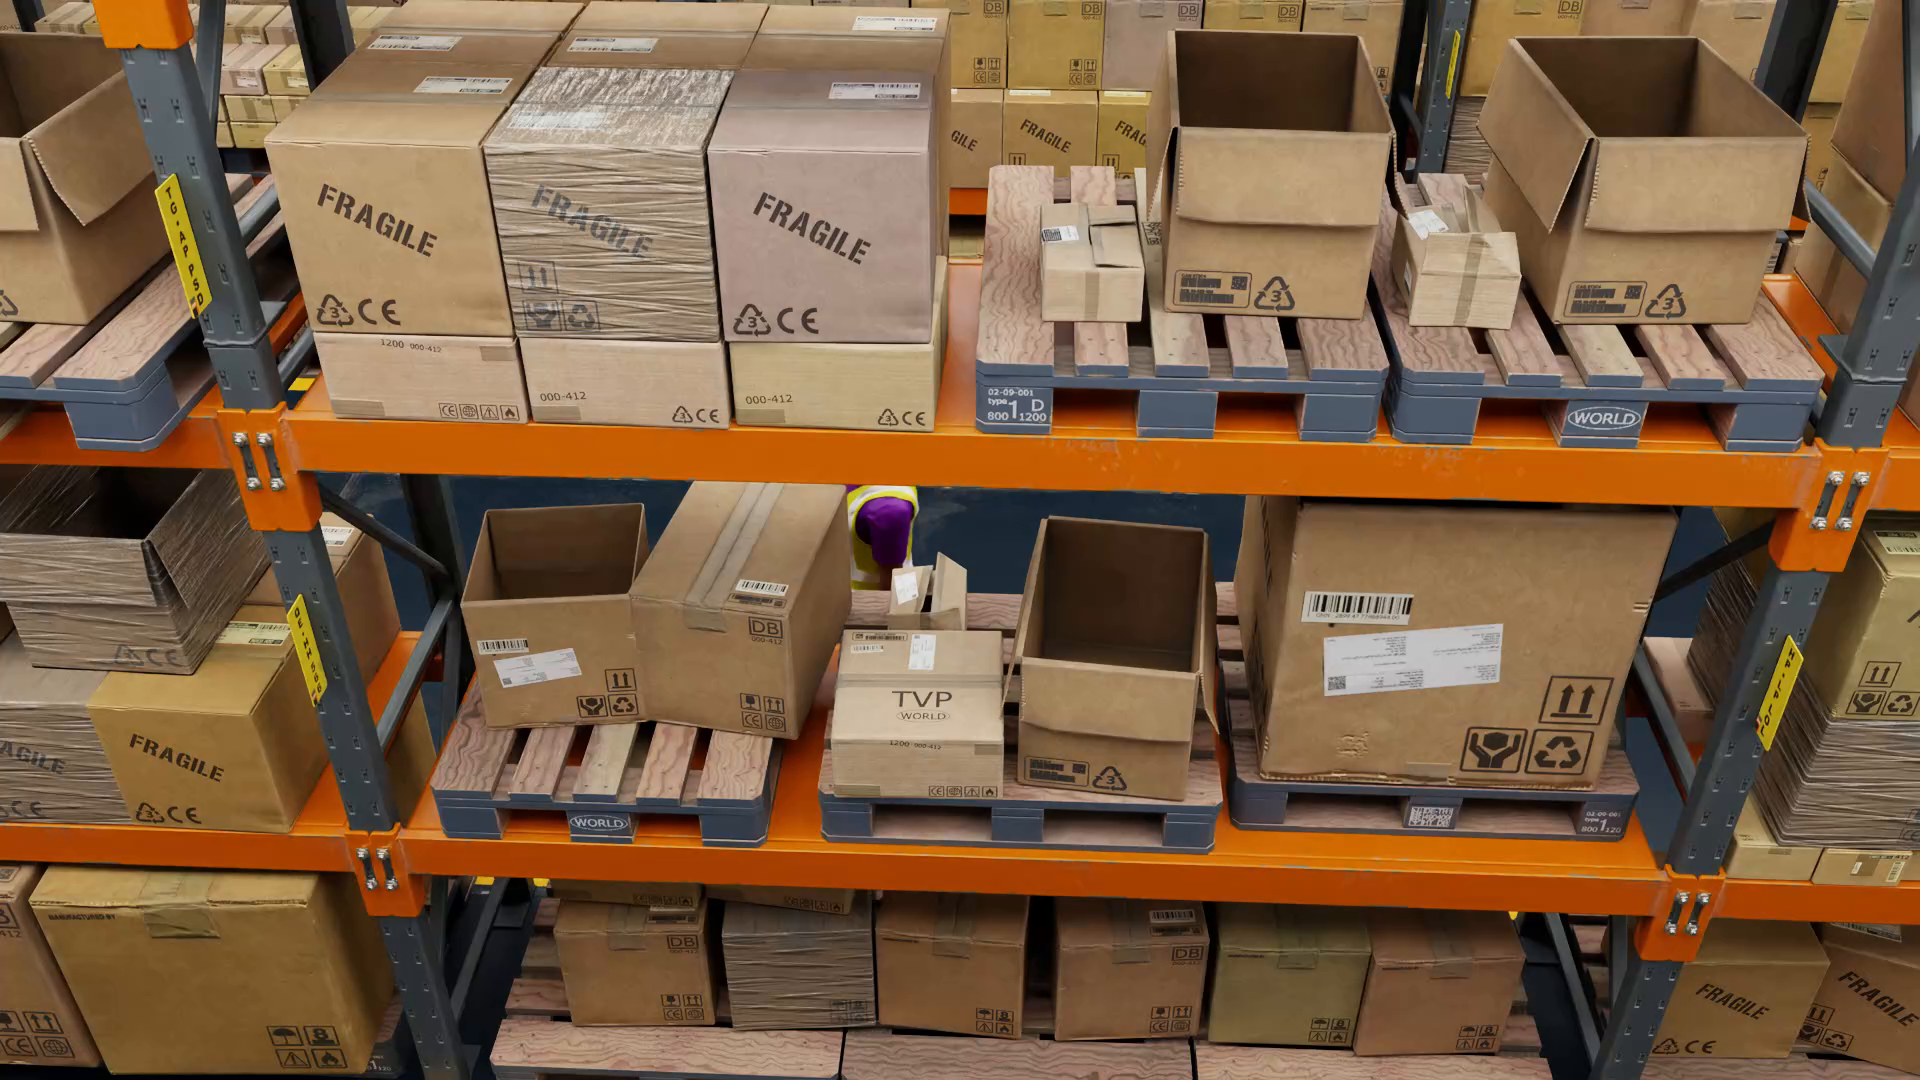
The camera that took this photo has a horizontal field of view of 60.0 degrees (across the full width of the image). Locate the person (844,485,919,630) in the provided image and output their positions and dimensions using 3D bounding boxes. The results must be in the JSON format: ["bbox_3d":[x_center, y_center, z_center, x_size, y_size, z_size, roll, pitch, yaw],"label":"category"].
[{"bbox_3d":[-0.412,0.195,6.821,0.582,1.769,0.585,-4,36,-5],"label":"person"}]
